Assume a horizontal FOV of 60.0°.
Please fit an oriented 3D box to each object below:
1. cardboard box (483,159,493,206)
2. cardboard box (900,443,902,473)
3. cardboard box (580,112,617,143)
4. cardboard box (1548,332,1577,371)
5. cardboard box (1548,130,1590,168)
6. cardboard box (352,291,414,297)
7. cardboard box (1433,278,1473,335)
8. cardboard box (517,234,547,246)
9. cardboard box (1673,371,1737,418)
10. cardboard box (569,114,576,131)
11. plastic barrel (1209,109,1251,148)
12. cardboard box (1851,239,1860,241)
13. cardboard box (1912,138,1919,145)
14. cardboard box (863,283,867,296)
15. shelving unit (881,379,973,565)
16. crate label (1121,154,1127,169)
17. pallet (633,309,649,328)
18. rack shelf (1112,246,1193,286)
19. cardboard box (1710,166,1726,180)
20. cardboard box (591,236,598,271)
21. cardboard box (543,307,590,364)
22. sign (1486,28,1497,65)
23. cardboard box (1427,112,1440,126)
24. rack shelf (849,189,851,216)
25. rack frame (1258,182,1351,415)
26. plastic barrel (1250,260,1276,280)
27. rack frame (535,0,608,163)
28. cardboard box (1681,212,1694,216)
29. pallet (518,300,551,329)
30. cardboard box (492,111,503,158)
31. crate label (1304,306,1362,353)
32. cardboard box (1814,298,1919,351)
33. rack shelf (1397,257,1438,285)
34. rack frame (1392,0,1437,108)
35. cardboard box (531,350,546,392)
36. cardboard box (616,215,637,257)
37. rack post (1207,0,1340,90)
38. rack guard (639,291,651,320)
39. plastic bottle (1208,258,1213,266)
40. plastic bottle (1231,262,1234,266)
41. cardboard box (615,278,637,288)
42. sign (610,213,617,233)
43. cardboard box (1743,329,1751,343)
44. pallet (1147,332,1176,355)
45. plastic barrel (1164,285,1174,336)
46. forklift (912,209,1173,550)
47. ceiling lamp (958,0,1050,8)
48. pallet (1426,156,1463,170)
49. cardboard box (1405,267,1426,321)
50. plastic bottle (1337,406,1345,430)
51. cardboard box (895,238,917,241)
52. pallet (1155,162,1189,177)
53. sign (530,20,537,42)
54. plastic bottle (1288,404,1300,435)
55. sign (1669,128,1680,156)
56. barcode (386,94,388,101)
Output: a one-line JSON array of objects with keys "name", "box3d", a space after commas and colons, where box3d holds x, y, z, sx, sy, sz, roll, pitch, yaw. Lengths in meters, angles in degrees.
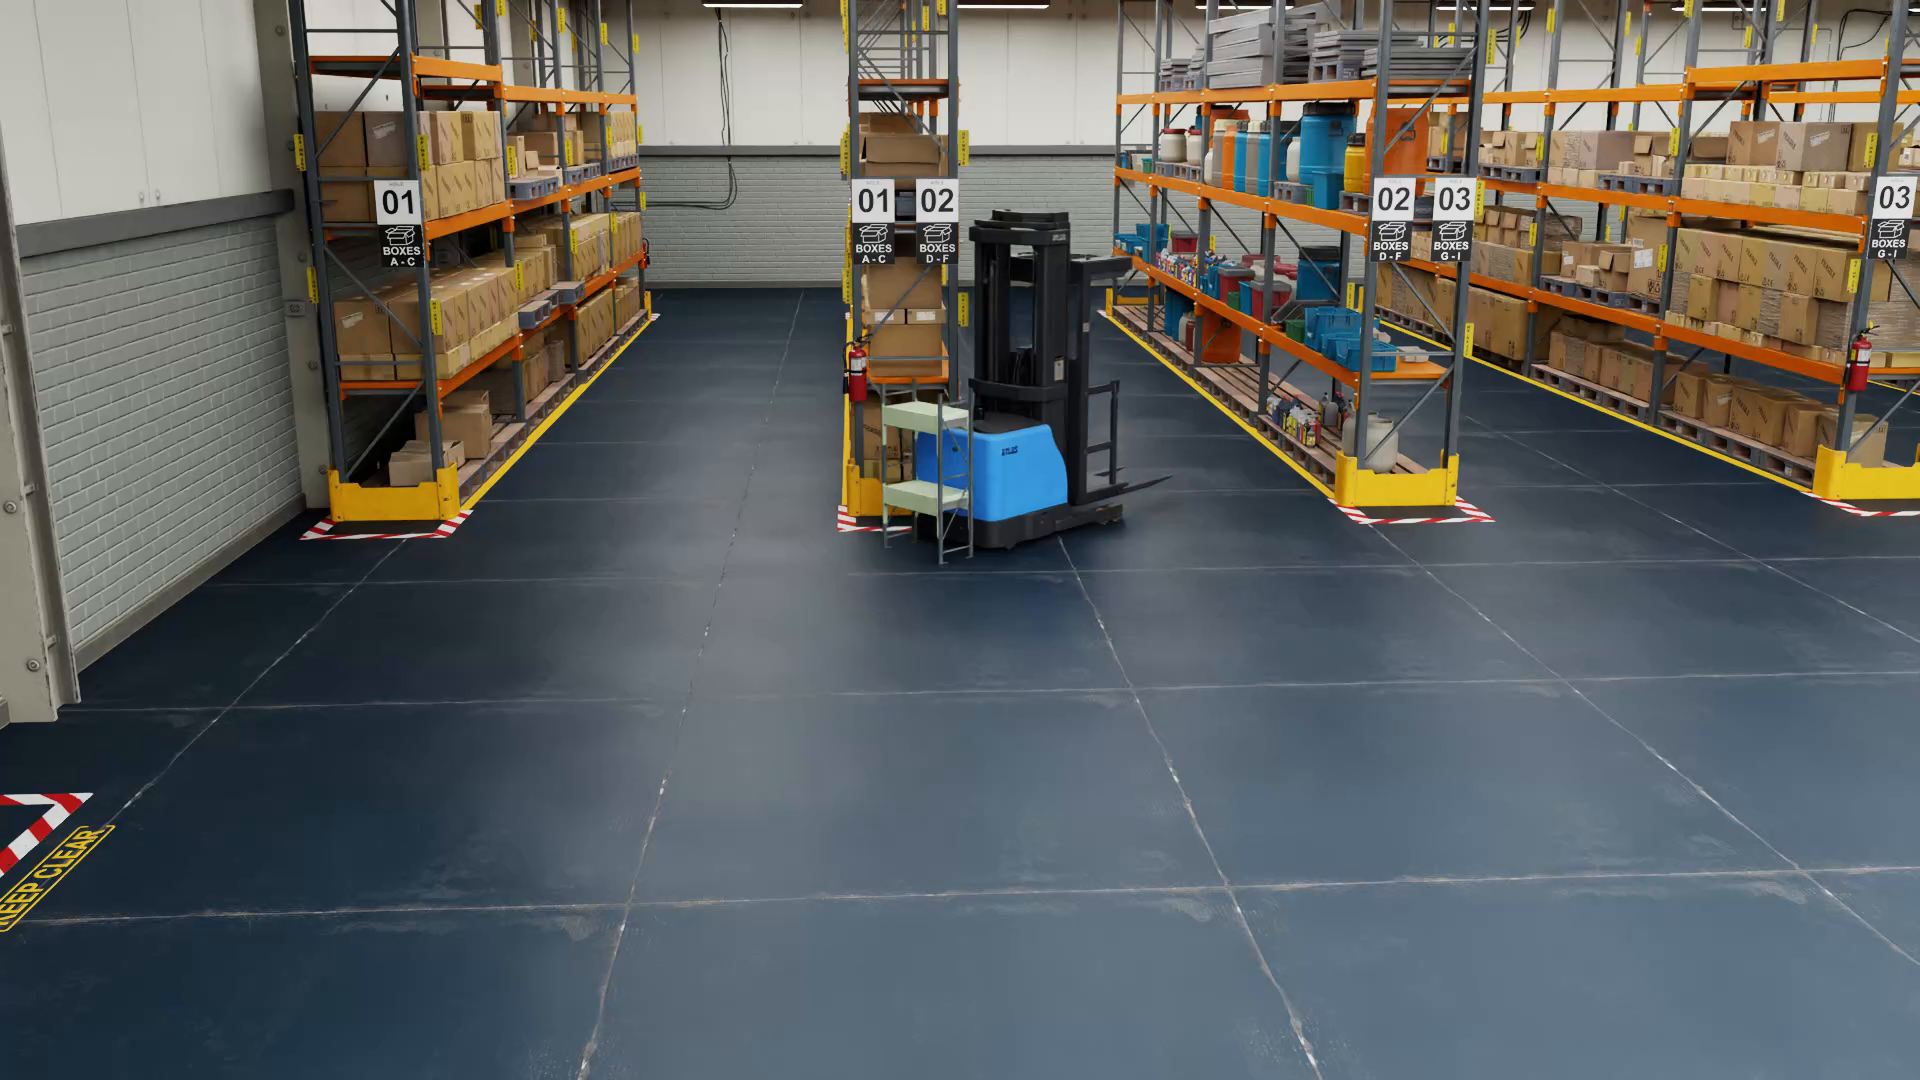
[{"name": "cardboard box", "box3d": [-5.417, -3.921, 18.208, 0.500, 0.500, 0.500, -2, 15, -8]}, {"name": "cardboard box", "box3d": [-0.368, -0.873, 17.299, 0.500, 0.250, 0.500, -1, 14, -3]}, {"name": "cardboard box", "box3d": [-5.974, -6.824, 27.485, 0.500, 0.500, 0.500, -1, 14, -4]}, {"name": "cardboard box", "box3d": [8.931, -2.718, 23.927, 0.700, 0.500, 0.500, -2, 15, -6]}, {"name": "cardboard box", "box3d": [8.642, -5.504, 23.399, 0.500, 0.500, 0.500, -1, 14, -3]}, {"name": "cardboard box", "box3d": [-5.729, -2.202, 16.546, 0.500, 0.500, 0.500, -1, 14, -3]}, {"name": "cardboard box", "box3d": [8.682, -3.892, 27.779, 1.225, 0.875, 0.875, -1, 14, -3]}, {"name": "cardboard box", "box3d": [-5.910, -4.143, 22.946, 0.380, 0.149, 0.250, -3, 15, -11]}, {"name": "cardboard box", "box3d": [9.102, -1.780, 20.321, 0.500, 0.500, 0.500, -1, 14, -5]}, {"name": "cardboard box", "box3d": [-6.286, -6.504, 25.899, 0.500, 0.250, 0.500, 0, 14, 1]}, {"name": "plastic barrel", "box3d": [3.894, -5.811, 24.089, 0.600, 0.830, 0.708, -1, 14, -3]}, {"name": "cardboard box", "box3d": [13.339, -4.418, 24.868, 0.380, 0.149, 0.250, -1, 15, -6]}, {"name": "cardboard box", "box3d": [18.383, -7.546, 31.795, 0.500, 0.250, 0.500, -2, 15, -9]}, {"name": "cardboard box", "box3d": [-0.882, -2.774, 18.508, 0.380, 0.149, 0.250, -1, 14, -5]}, {"name": "shelving unit", "box3d": [-0.290, -0.611, 14.617, 0.431, 1.500, 0.755, -13, 20, -42]}, {"name": "crate label", "box3d": [3.165, -6.941, 30.486, 0.408, 0.251, 0.502, -1, 14, -3]}, {"name": "pallet", "box3d": [-6.330, -4.094, 30.738, 1.003, 0.211, 1.213, -1, 14, -3]}, {"name": "rack shelf", "box3d": [3.555, -4.949, 29.909, 1.077, 0.370, 4.000, -1, 14, -3]}, {"name": "cardboard box", "box3d": [8.910, -4.241, 19.196, 0.380, 0.149, 0.250, -1, 14, -3]}, {"name": "cardboard box", "box3d": [-5.829, -4.363, 25.348, 0.500, 0.500, 0.500, 0, 14, -2]}, {"name": "cardboard box", "box3d": [-5.876, -3.000, 24.360, 0.750, 0.750, 0.750, -1, 14, -4]}, {"name": "sign", "box3d": [4.971, -4.627, 15.595, 0.100, 0.325, 0.005, -1, 14, -3]}, {"name": "cardboard box", "box3d": [8.489, -7.485, 29.552, 0.500, 0.250, 0.500, -1, 14, -5]}, {"name": "rack shelf", "box3d": [-0.894, -4.337, 21.509, 1.077, 0.370, 4.000, -1, 14, -3]}, {"name": "rack frame", "box3d": [4.174, -2.811, 20.154, 1.000, 3.000, 0.127, -1, 14, -3]}, {"name": "plastic barrel", "box3d": [4.203, -3.607, 23.025, 0.421, 0.512, 0.421, 0, 14, 0]}, {"name": "rack frame", "box3d": [-6.209, -7.553, 26.544, 1.000, 3.000, 0.127, -1, 14, -3]}, {"name": "cardboard box", "box3d": [13.225, -5.973, 29.642, 0.500, 0.500, 0.500, -1, 14, -2]}, {"name": "pallet", "box3d": [-5.616, -2.757, 20.331, 1.003, 0.211, 1.213, -1, 14, -3]}, {"name": "cardboard box", "box3d": [-5.412, -4.532, 18.578, 0.500, 0.500, 0.500, -2, 15, -8]}, {"name": "crate label", "box3d": [4.038, -2.286, 18.046, 0.502, 0.435, 0.616, -1, 14, -3]}, {"name": "cardboard box", "box3d": [9.359, -2.222, 17.068, 0.875, 0.500, 0.500, -1, 14, -3]}, {"name": "rack shelf", "box3d": [8.498, -5.026, 30.206, 1.077, 0.370, 4.000, -1, 14, -3]}, {"name": "rack frame", "box3d": [8.374, -8.777, 31.302, 1.000, 3.000, 0.127, -1, 14, -3]}, {"name": "cardboard box", "box3d": [-5.890, -2.224, 22.006, 0.700, 0.500, 0.500, -1, 14, -4]}, {"name": "cardboard box", "box3d": [-6.360, -5.480, 29.926, 0.980, 0.700, 0.700, -1, 14, -4]}, {"name": "rack post", "box3d": [3.966, -6.301, 21.279, 1.013, 1.000, 3.121, -1, 14, -3]}, {"name": "rack guard", "box3d": [-6.459, -4.437, 31.493, 1.175, 0.500, 0.348, -1, 14, -3]}, {"name": "plastic bottle", "box3d": [3.979, -4.331, 26.321, 0.097, 0.271, 0.097, 0, 14, 0]}, {"name": "plastic bottle", "box3d": [4.185, -4.115, 25.481, 0.097, 0.271, 0.097, 0, 14, 0]}, {"name": "cardboard box", "box3d": [-6.108, -4.684, 30.306, 0.380, 0.149, 0.250, 0, 14, -2]}, {"name": "sign", "box3d": [-5.669, -5.180, 27.200, 0.100, 0.325, 0.005, -1, 14, -3]}, {"name": "cardboard box", "box3d": [8.998, -2.273, 18.568, 0.380, 0.149, 0.250, -1, 14, -3]}, {"name": "pallet", "box3d": [3.685, -3.257, 27.486, 1.003, 0.211, 1.213, -1, 14, -3]}, {"name": "plastic barrel", "box3d": [3.695, -3.852, 27.569, 0.600, 0.901, 0.708, -1, 14, -3]}, {"name": "forklift", "box3d": [0.911, -1.635, 15.723, 1.130, 2.935, 3.031, 13, 19, 40]}, {"name": "ceiling lamp", "box3d": [0.818, -12.157, 32.725, 2.000, 3.185, 0.800, -1, 14, -3]}, {"name": "pallet", "box3d": [8.582, -6.490, 28.612, 1.003, 0.211, 1.213, -1, 14, -3]}, {"name": "cardboard box", "box3d": [8.605, -4.440, 29.909, 0.875, 0.875, 0.875, -1, 14, -3]}, {"name": "plastic bottle", "box3d": [4.433, -1.416, 19.303, 0.061, 0.283, 0.133, -1, 14, -3]}, {"name": "cardboard box", "box3d": [-0.673, -3.051, 18.285, 0.700, 0.500, 0.500, -1, 14, -3]}, {"name": "pallet", "box3d": [3.825, -5.968, 26.784, 1.213, 0.211, 1.003, -1, 14, -3]}, {"name": "sign", "box3d": [-6.765, -8.079, 26.399, 0.100, 0.325, 0.005, -1, 14, -3]}, {"name": "plastic bottle", "box3d": [3.848, -1.381, 19.030, 0.144, 0.351, 0.185, -1, 14, -4]}, {"name": "sign", "box3d": [8.564, -4.771, 19.927, 0.100, 0.325, 0.005, -1, 14, -3]}, {"name": "barcode", "box3d": [-6.057, -4.678, 17.579, 0.001, 0.075, 0.075, -1, 14, -3]}]
